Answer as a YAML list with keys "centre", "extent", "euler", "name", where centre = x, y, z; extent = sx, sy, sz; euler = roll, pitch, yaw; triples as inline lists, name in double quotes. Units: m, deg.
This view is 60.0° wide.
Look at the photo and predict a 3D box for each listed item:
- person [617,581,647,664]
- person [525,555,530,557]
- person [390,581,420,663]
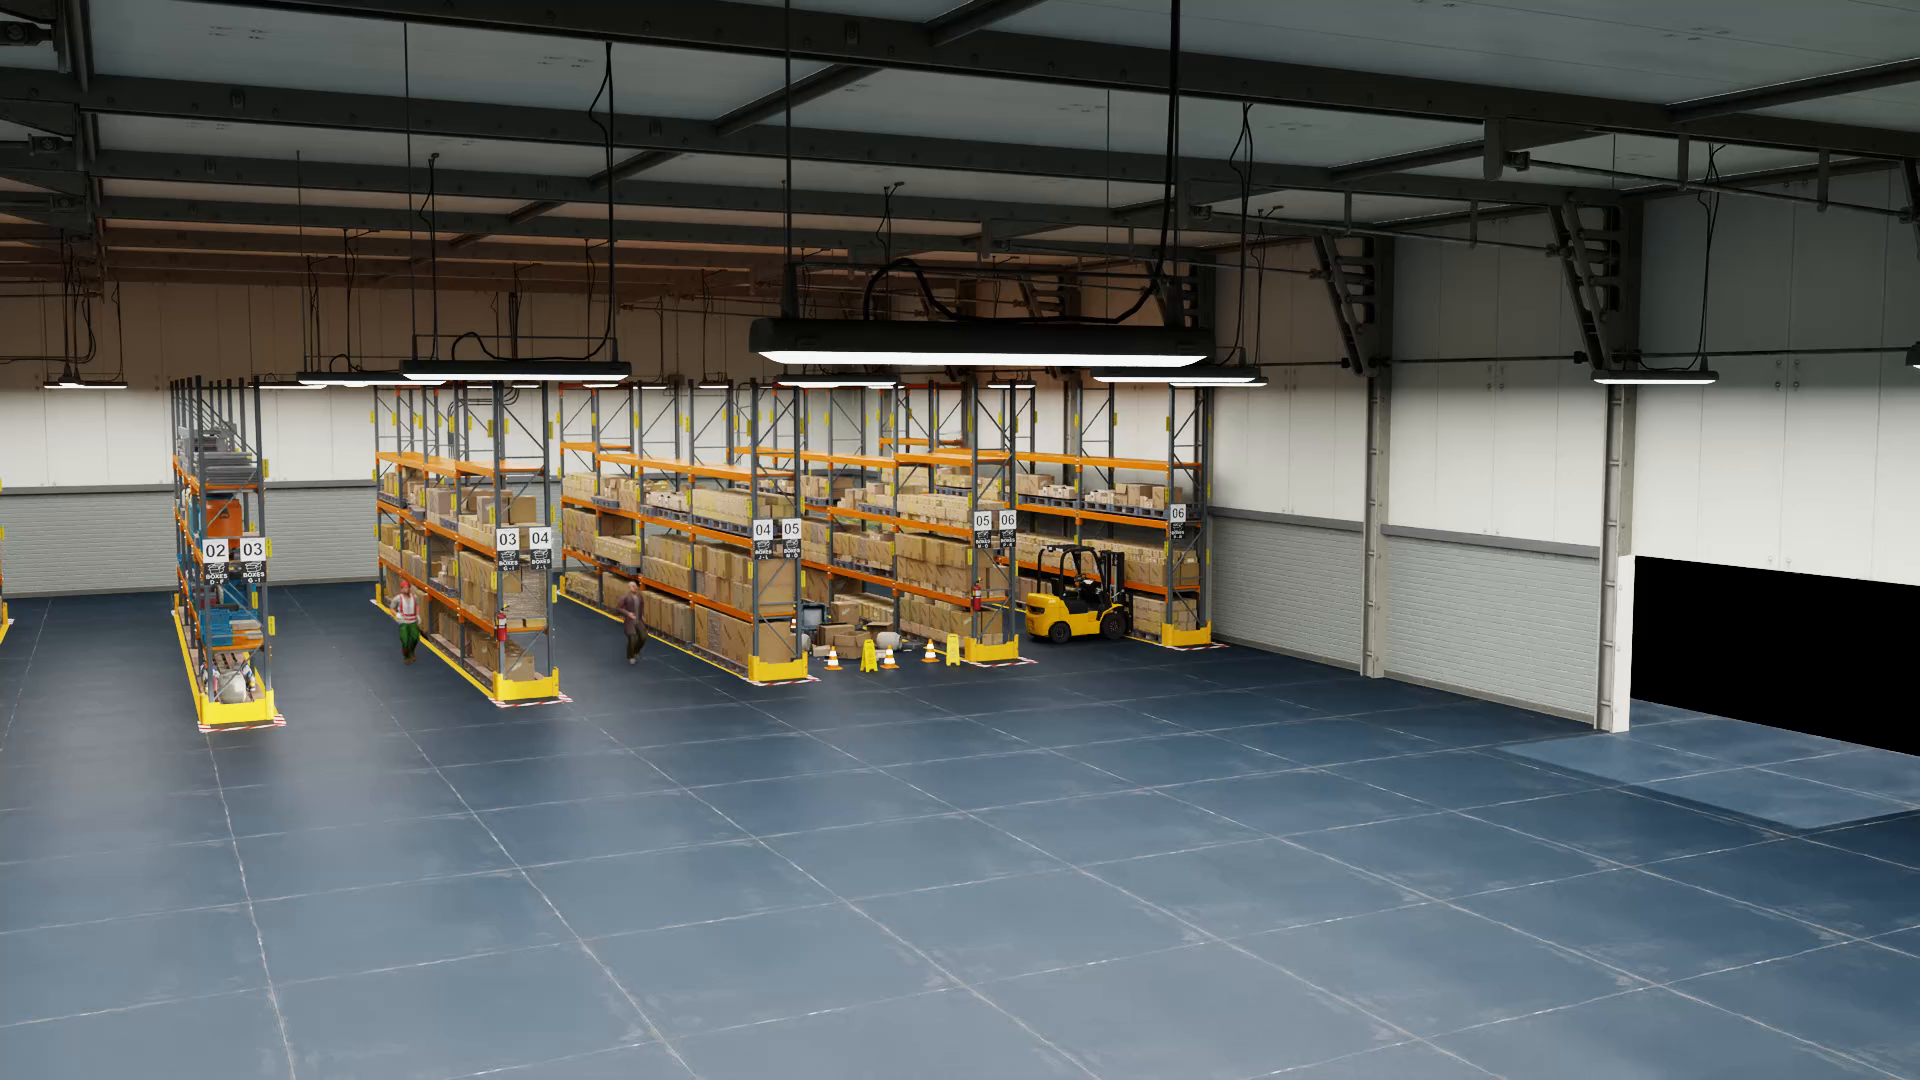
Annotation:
- centre: [-6.856, 1.742, 34.961]
  extent: [0.714, 1.742, 0.635]
  euler: [-4, 7, -40]
  name: "person"
- centre: [-12.078, 0.761, 46.027]
  extent: [0.719, 1.725, 0.608]
  euler: [-1, 5, -15]
  name: "person"
- centre: [-11.610, 1.739, 34.921]
  extent: [0.659, 1.744, 0.578]
  euler: [-3, 6, -31]
  name: "person"
